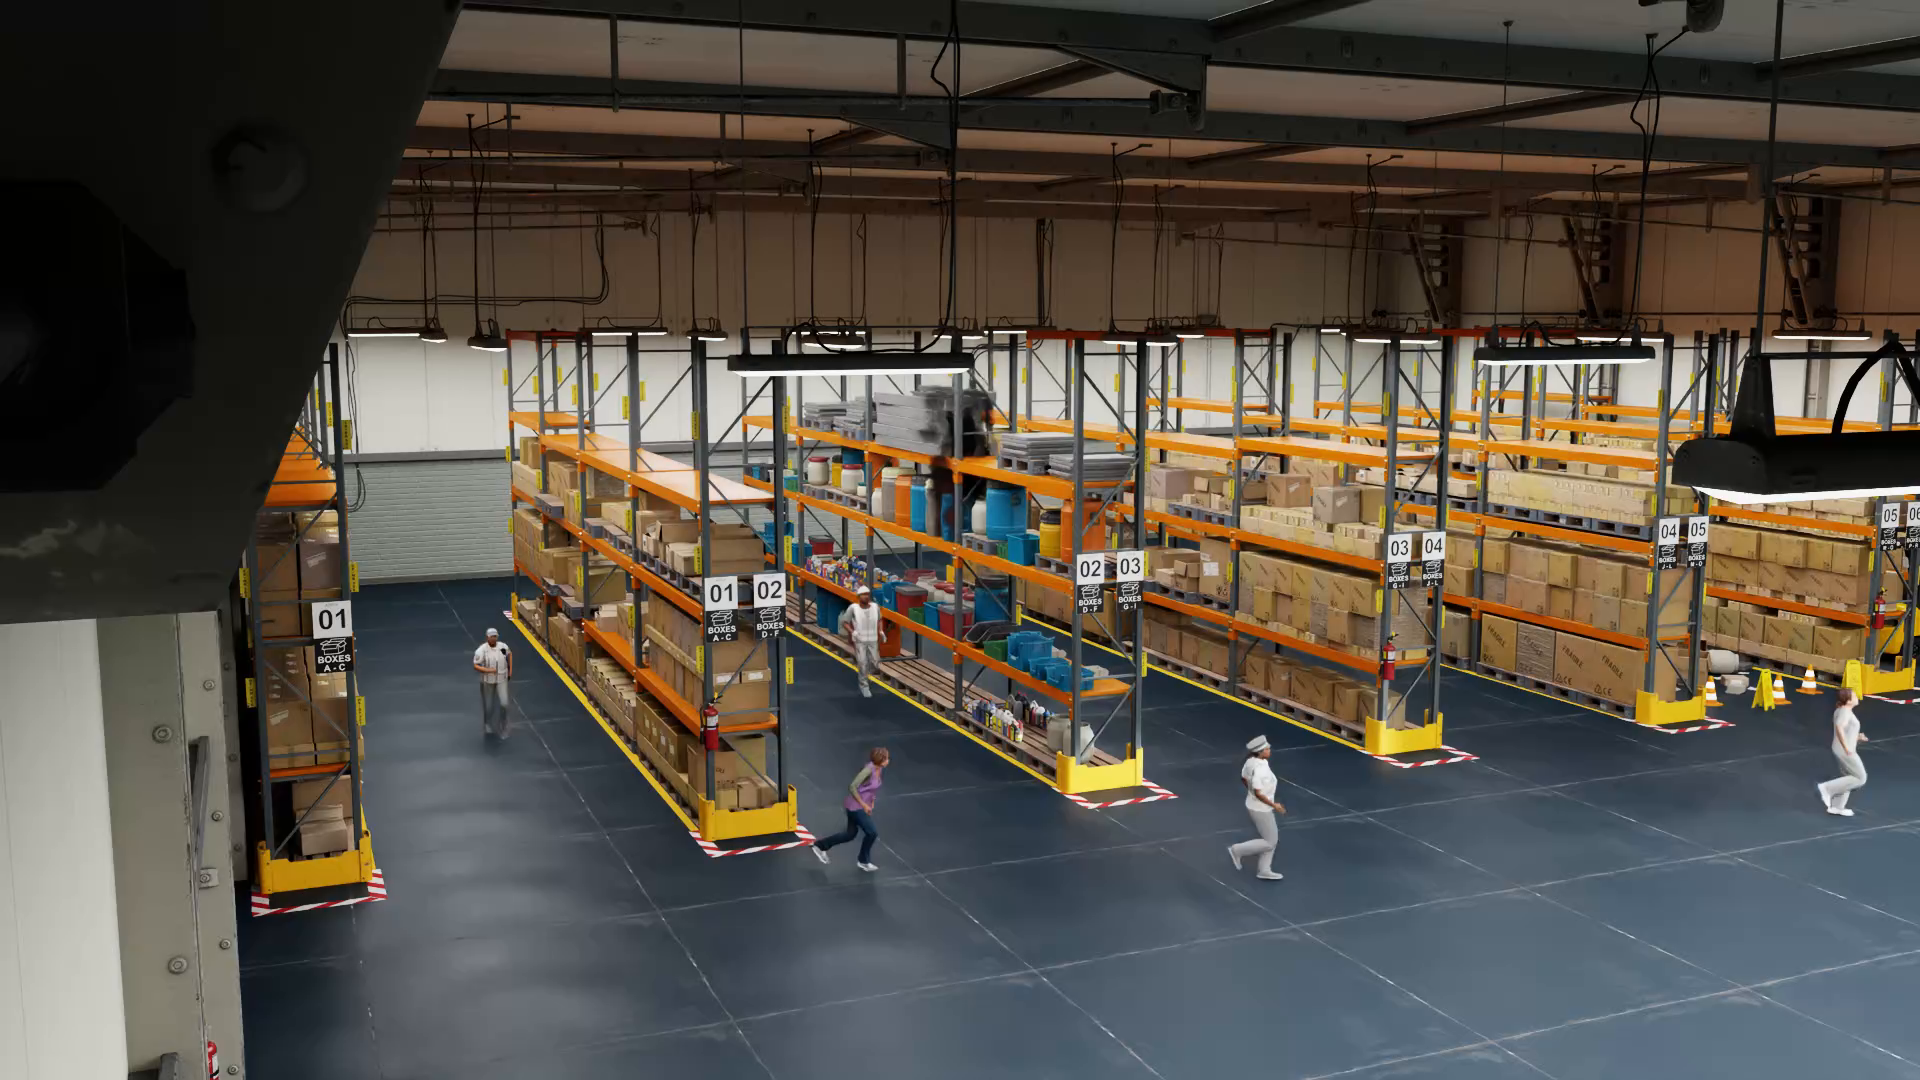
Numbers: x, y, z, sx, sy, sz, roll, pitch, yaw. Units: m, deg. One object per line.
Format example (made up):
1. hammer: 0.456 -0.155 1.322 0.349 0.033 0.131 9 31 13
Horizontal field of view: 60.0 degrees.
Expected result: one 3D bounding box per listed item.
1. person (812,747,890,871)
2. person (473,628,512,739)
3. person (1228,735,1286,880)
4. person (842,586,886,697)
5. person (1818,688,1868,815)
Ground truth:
1. person: -1.243 3.065 18.937 0.908 1.489 0.526 2 8 13
2. person: -6.956 2.156 24.863 0.613 1.723 0.711 -4 9 -26
3. person: 3.309 2.995 18.619 0.647 1.660 0.588 0 8 -3
4. person: -1.526 1.596 26.422 0.685 1.751 0.605 -3 8 -22
5. person: 11.181 2.686 21.042 0.576 1.619 0.593 2 8 16
